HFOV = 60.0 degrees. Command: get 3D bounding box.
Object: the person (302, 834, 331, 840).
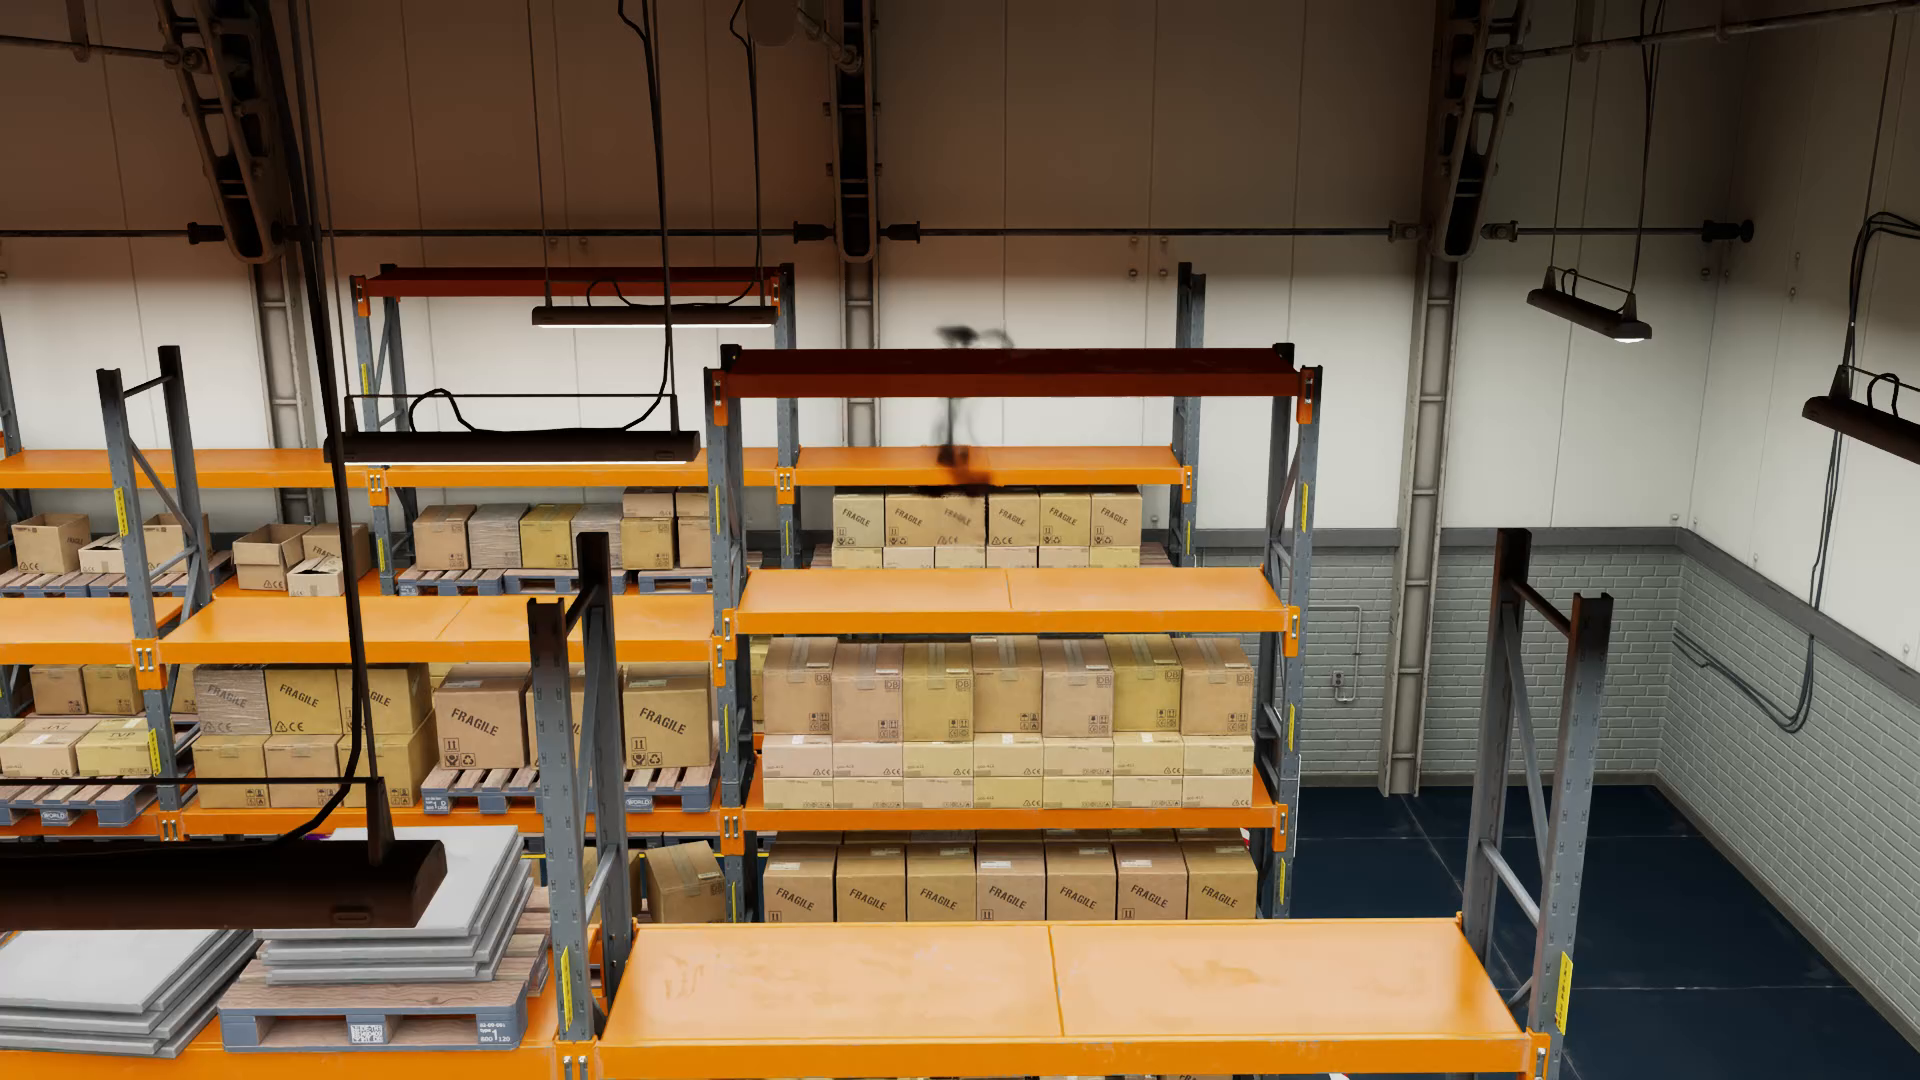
[{"bbox_3d":[-5.701,3.019,15.253,0.800,1.690,0.695,-2,16,-6],"label":"person"}]
